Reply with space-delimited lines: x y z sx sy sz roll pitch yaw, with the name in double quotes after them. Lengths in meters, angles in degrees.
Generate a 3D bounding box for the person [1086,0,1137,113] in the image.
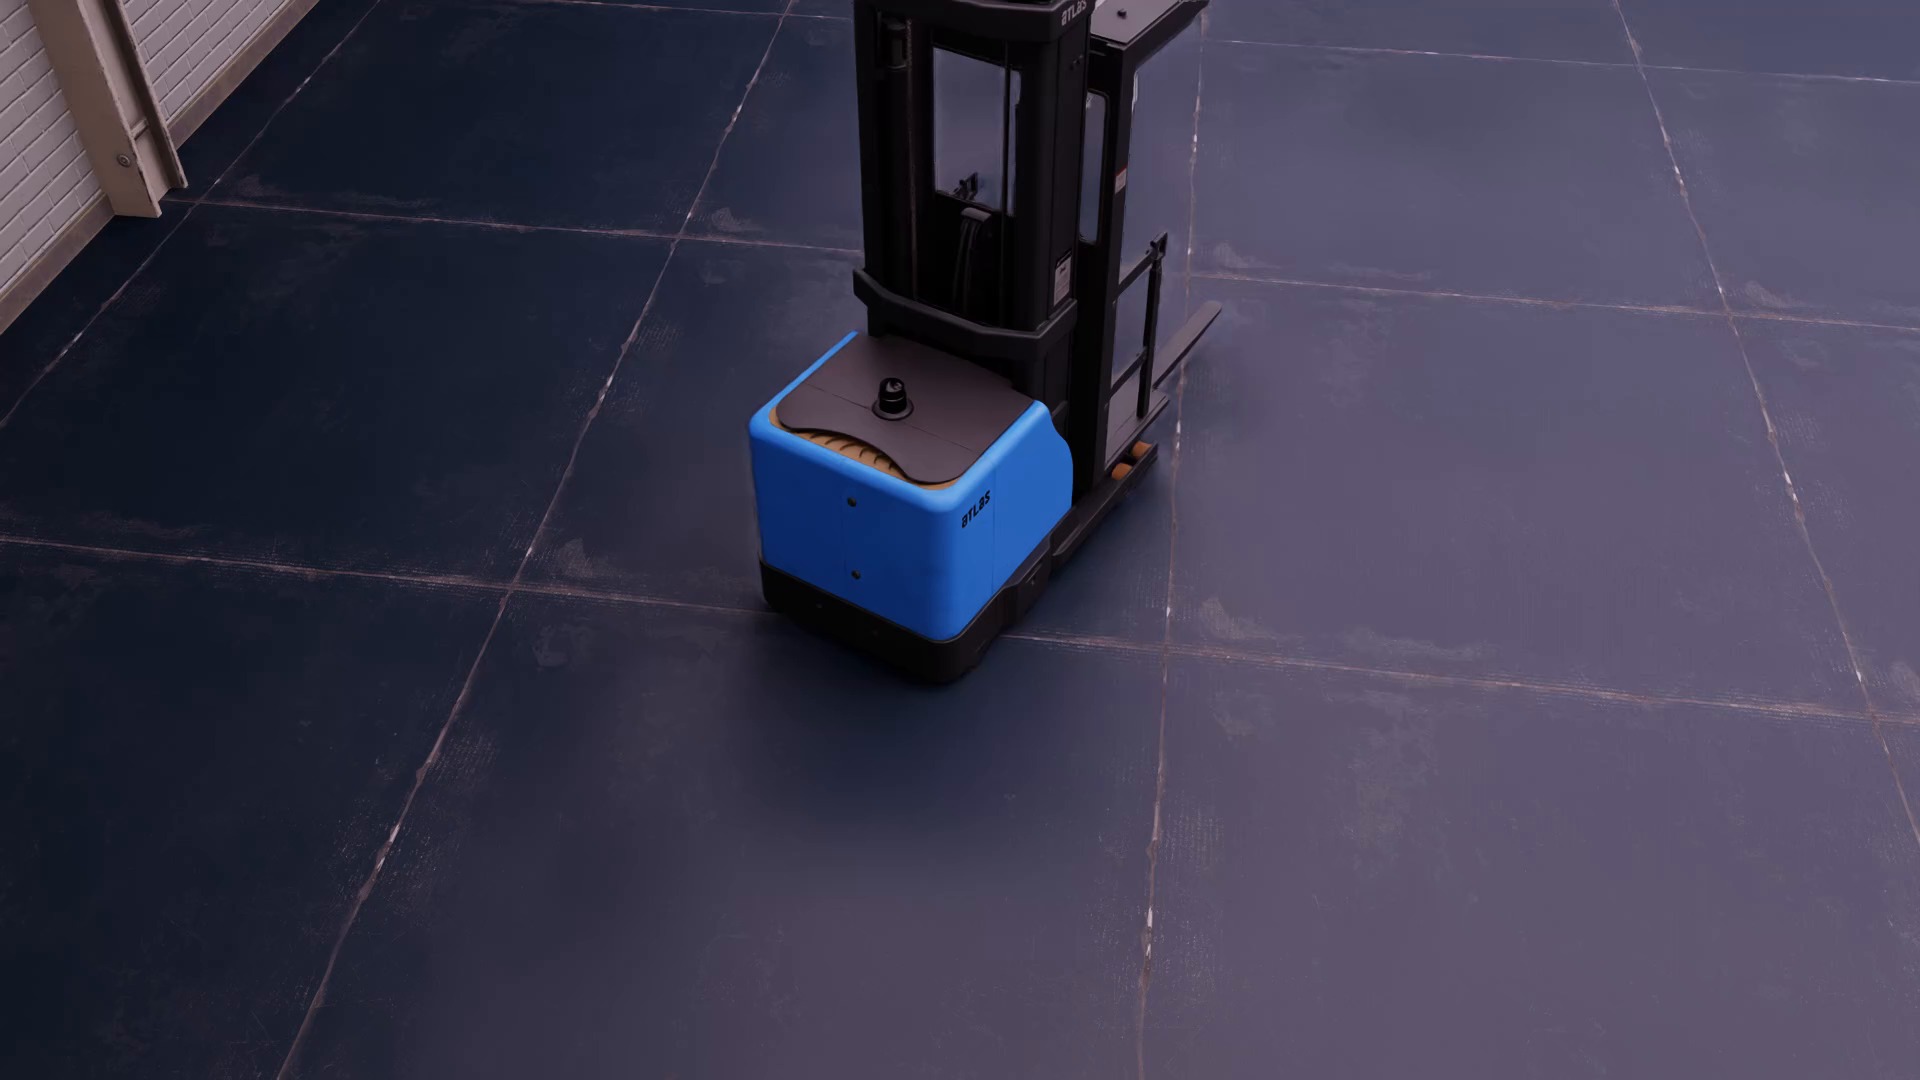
0.932 -3.550 10.467 0.681 1.803 0.511 -7 43 -7 "person"

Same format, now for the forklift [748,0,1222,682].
0.320 -1.446 7.299 1.130 2.935 3.031 23 47 23 "forklift"
